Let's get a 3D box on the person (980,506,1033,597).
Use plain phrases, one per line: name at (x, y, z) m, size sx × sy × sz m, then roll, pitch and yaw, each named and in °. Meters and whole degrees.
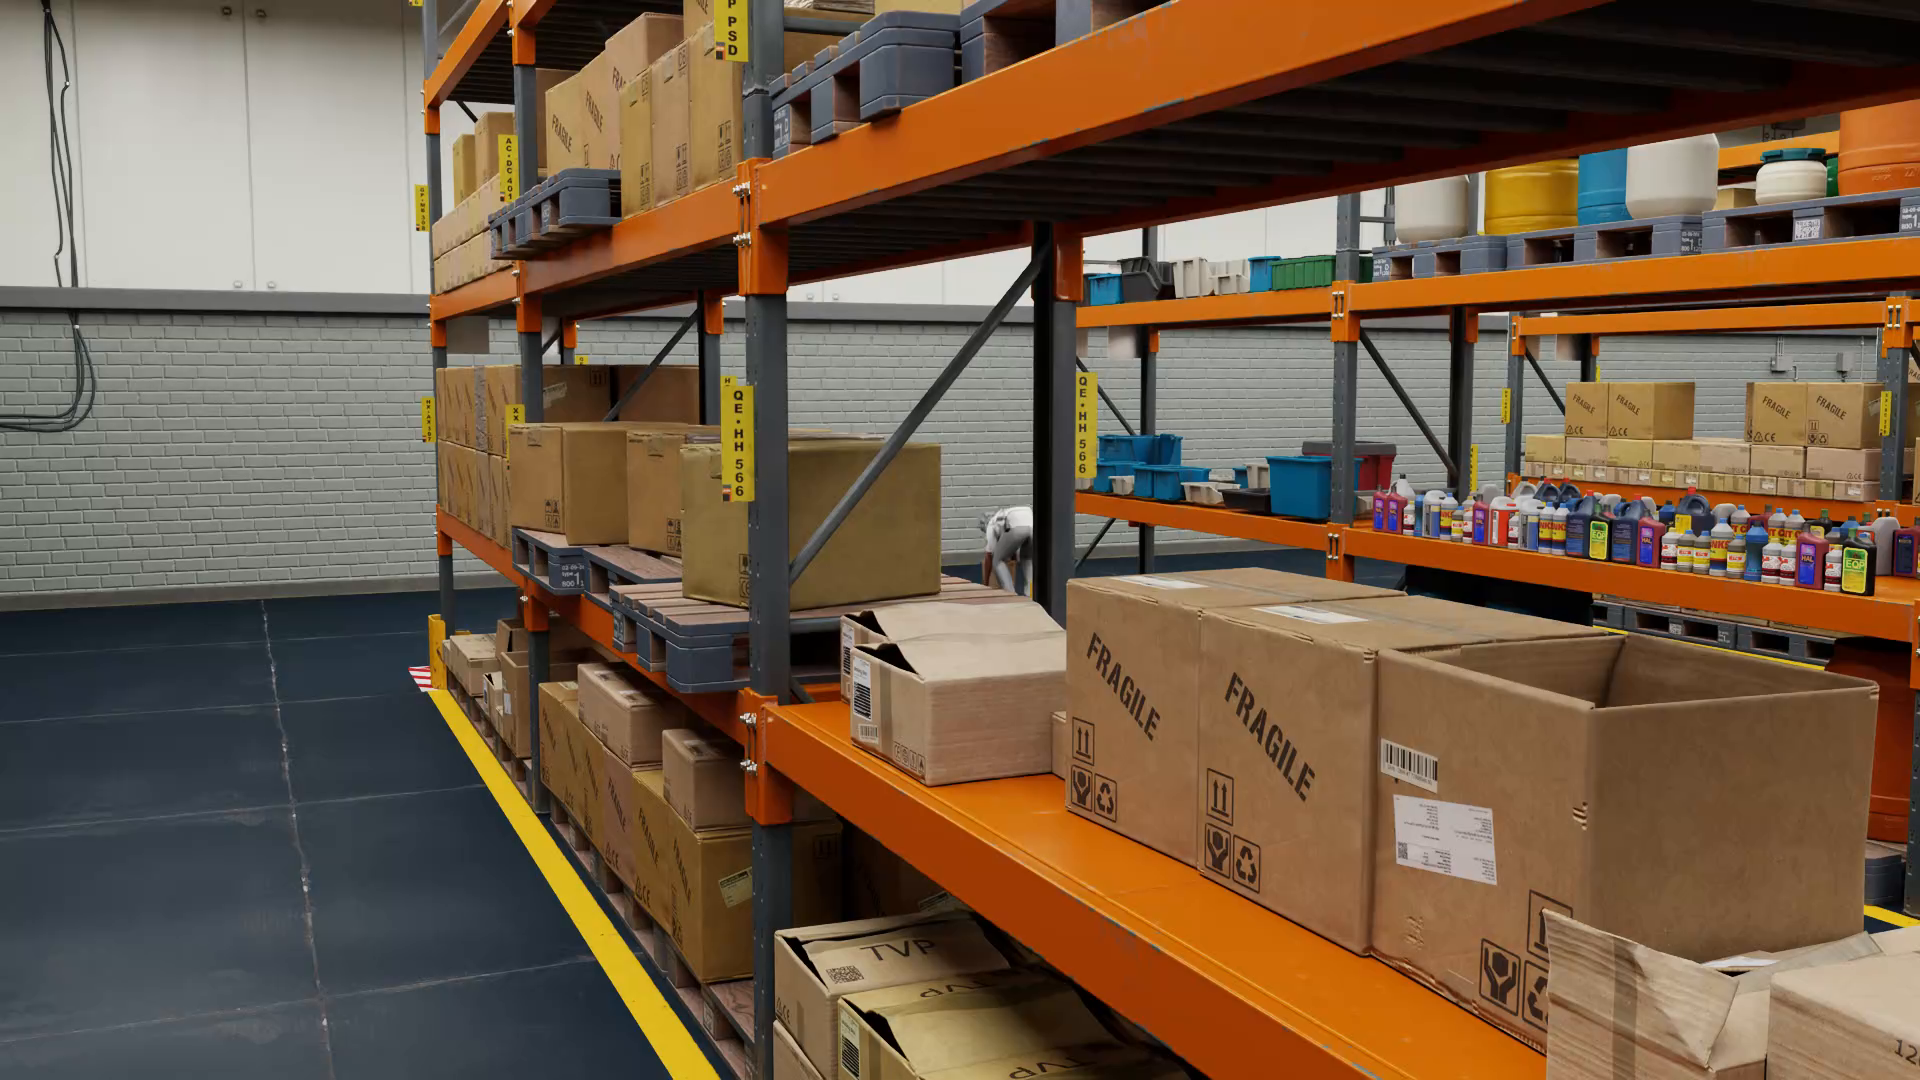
person at (0.487, 0.149, 16.505) m, size 0.444 × 0.987 × 0.927 m, roll -3°, pitch 6°, yaw -26°
